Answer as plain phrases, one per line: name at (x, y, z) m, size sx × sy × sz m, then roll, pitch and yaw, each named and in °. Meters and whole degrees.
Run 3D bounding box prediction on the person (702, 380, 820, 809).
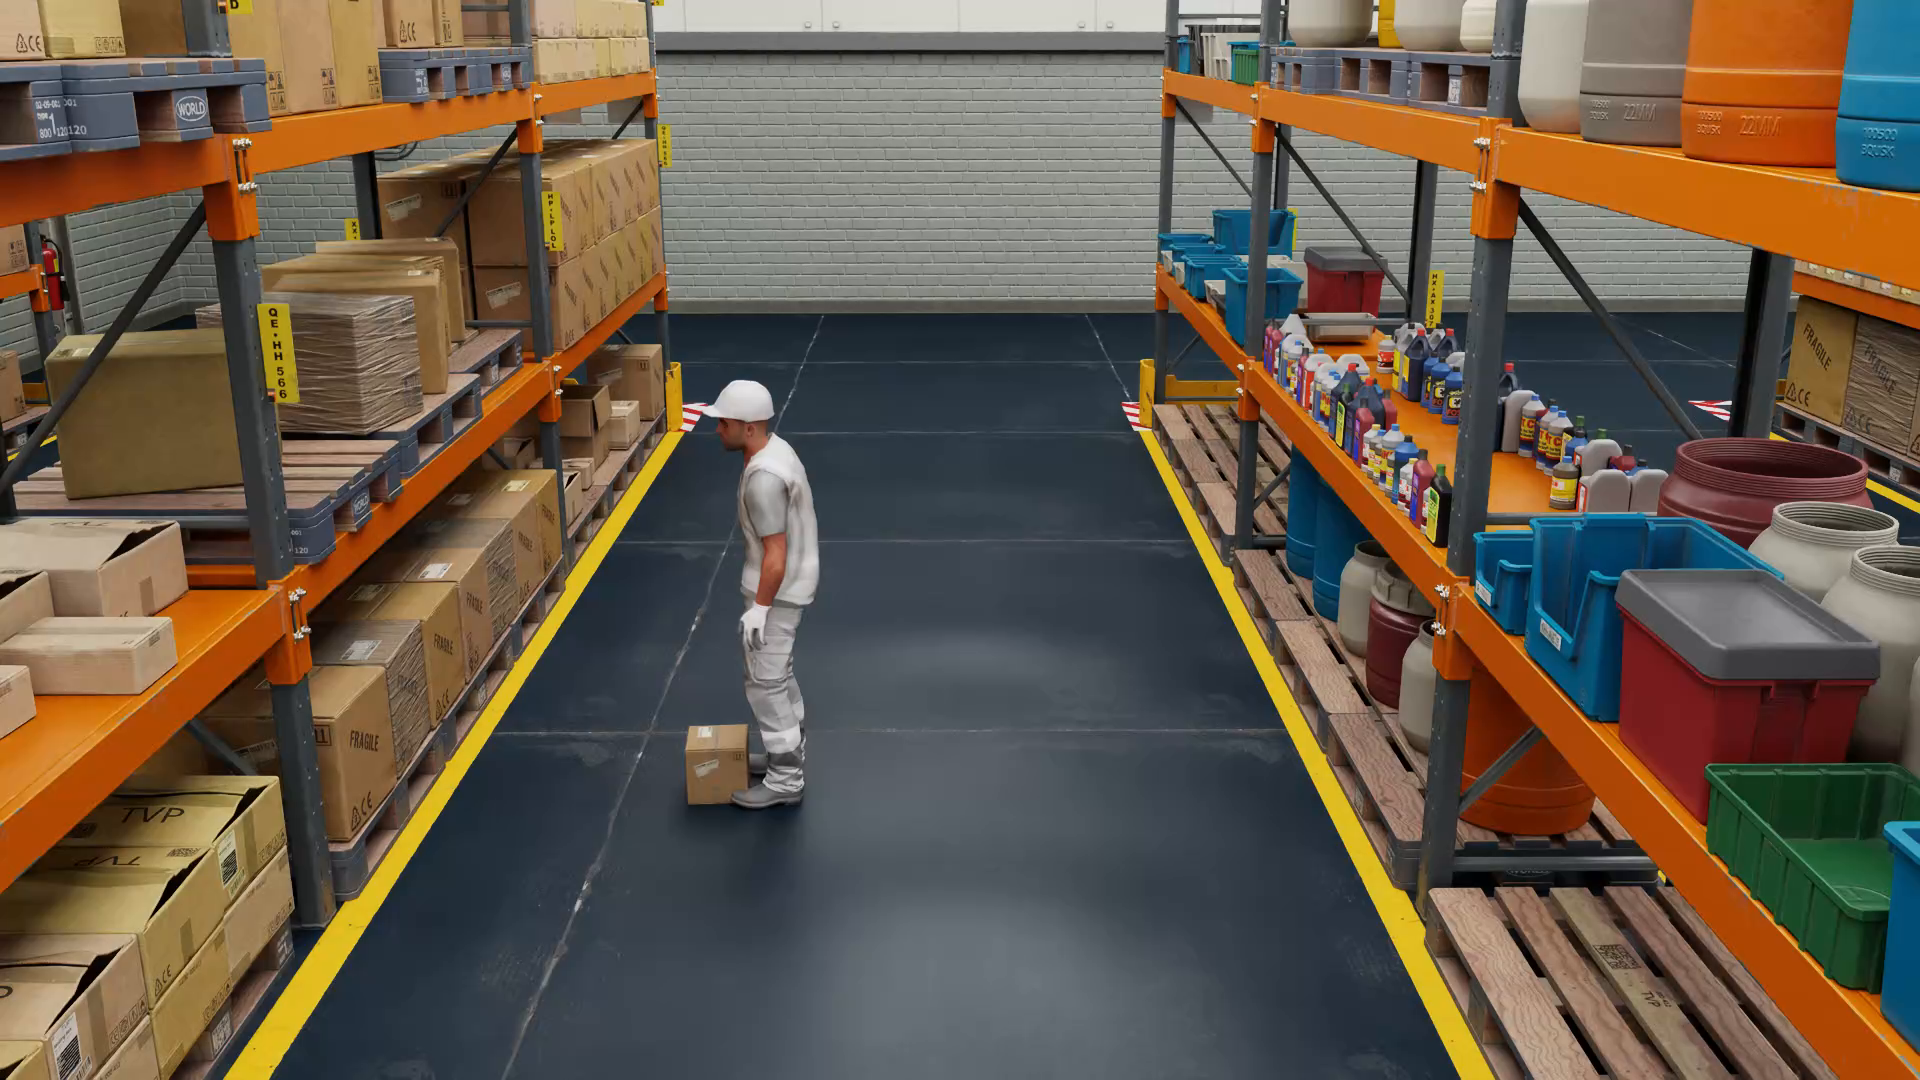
person at (-0.793, 0.220, 6.794) m, size 0.445 × 1.781 × 0.622 m, roll -1°, pitch 17°, yaw -3°
